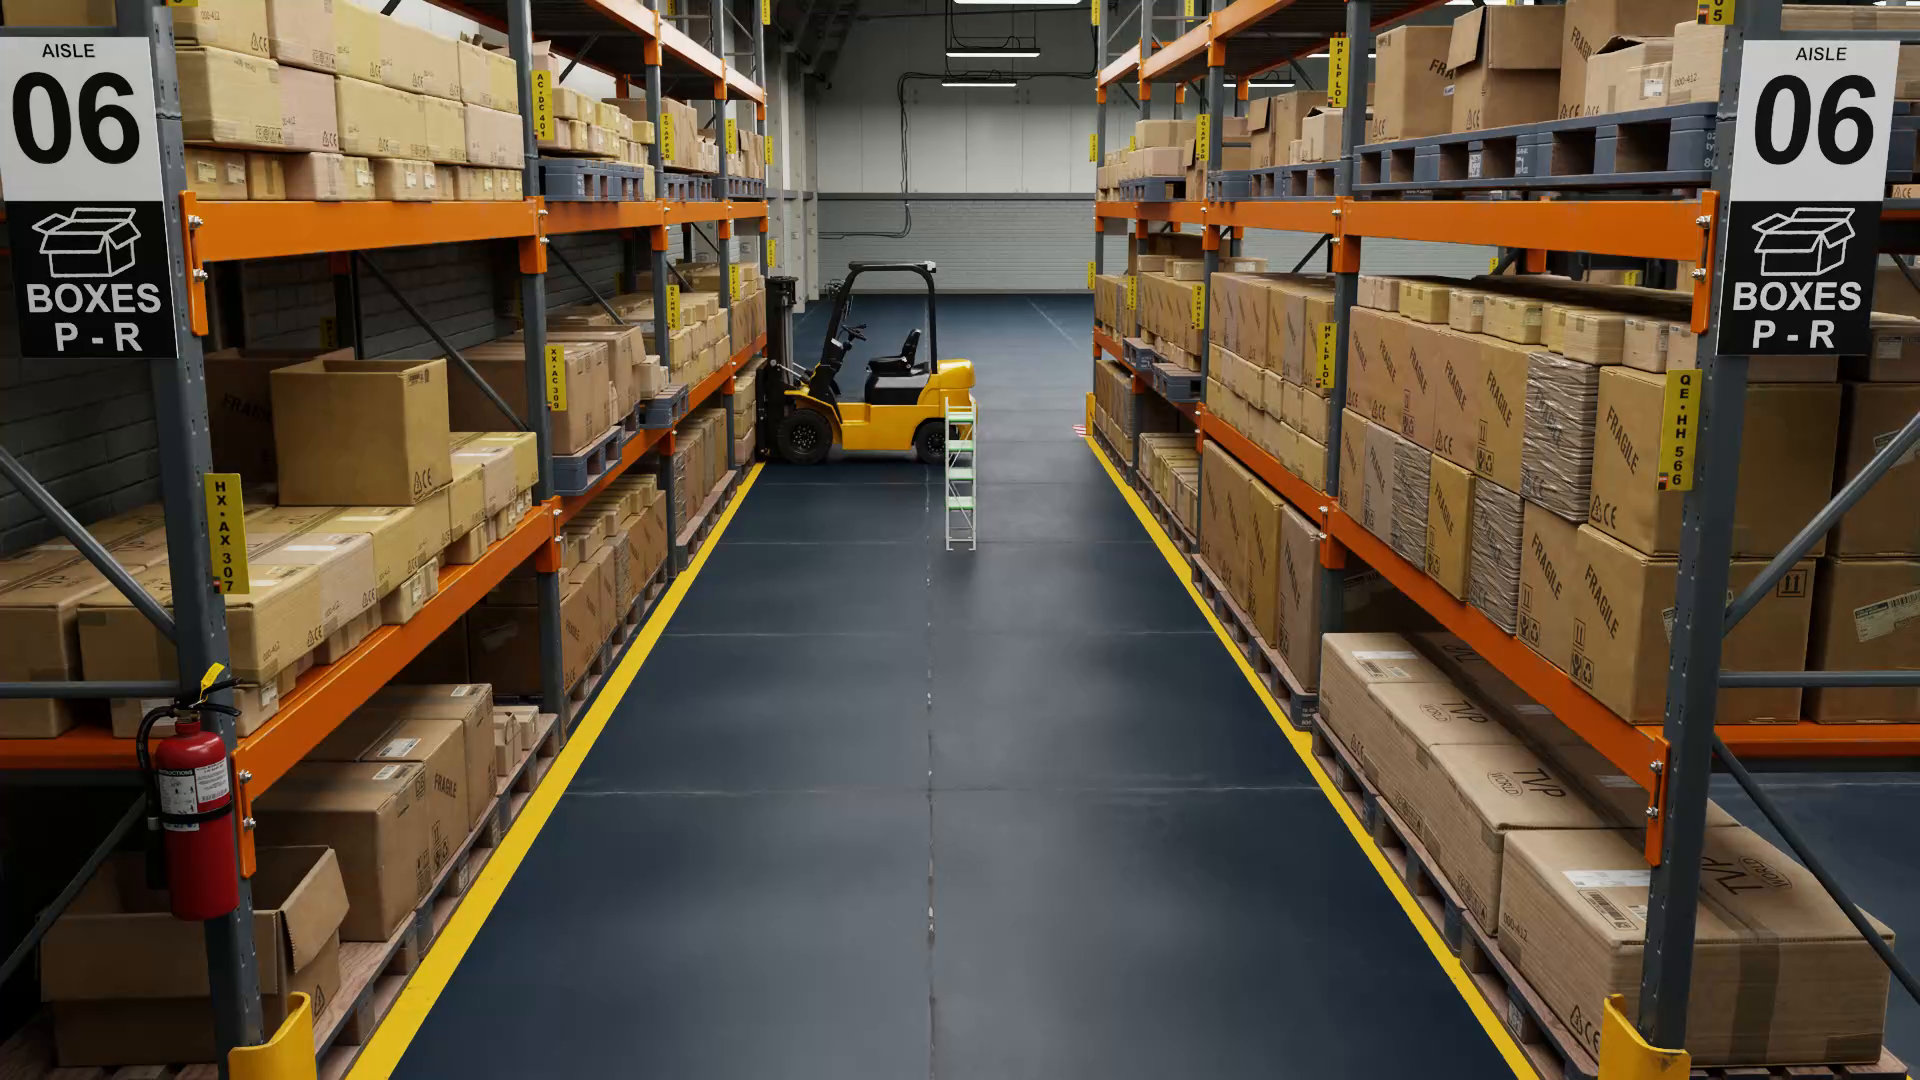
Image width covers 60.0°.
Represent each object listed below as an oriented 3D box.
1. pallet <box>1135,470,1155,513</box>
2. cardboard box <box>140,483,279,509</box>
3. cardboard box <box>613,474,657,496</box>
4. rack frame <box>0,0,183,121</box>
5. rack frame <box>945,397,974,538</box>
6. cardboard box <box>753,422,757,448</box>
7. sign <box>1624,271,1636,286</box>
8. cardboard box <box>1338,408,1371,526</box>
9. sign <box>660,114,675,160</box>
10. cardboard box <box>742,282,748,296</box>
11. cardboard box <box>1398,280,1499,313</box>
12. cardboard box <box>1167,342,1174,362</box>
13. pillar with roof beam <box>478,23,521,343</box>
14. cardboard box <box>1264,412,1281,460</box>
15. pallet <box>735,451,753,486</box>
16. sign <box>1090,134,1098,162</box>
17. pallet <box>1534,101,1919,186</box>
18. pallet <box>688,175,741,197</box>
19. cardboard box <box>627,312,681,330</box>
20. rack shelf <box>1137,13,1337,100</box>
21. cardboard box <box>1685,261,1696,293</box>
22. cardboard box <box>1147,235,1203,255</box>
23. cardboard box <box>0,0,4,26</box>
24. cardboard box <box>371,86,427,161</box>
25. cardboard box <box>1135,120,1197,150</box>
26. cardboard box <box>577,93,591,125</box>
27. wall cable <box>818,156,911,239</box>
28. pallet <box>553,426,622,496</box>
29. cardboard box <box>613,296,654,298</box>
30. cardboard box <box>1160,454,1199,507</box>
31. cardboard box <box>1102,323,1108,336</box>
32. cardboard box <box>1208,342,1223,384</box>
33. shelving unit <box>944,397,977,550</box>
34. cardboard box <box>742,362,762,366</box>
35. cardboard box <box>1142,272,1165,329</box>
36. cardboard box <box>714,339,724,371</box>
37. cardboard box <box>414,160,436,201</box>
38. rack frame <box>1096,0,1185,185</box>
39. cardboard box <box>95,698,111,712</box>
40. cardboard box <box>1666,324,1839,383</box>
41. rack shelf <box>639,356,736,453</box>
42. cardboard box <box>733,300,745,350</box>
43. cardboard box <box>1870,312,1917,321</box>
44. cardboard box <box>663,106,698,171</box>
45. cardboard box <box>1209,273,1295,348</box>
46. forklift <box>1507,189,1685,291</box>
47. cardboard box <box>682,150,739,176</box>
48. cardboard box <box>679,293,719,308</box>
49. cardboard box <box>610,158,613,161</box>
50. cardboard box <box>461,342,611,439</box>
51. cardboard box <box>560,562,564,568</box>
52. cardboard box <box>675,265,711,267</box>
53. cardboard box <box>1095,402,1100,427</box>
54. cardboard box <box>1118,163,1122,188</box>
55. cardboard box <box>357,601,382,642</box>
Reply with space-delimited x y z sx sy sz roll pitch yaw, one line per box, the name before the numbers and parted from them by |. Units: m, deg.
pallet | 2.243 -0.473 15.861 1.003 0.211 1.213 0 11 -1
cardboard box | -2.790 -0.056 6.418 0.500 0.250 0.500 0 11 -1
cardboard box | -2.391 -0.380 11.986 0.380 0.149 0.250 -1 11 -4
rack frame | -2.489 -2.528 3.888 1.000 3.000 0.127 0 11 -1
rack frame | -0.002 -0.604 14.017 0.240 1.200 0.015 0 11 -1
cardboard box | -2.468 -1.132 17.955 0.500 0.250 0.500 0 11 0
sign | 6.617 -2.496 16.439 0.100 0.325 0.005 0 11 -1
cardboard box | 2.138 -0.359 8.033 0.500 0.500 0.500 0 11 1
sign | -2.112 -2.904 11.982 0.100 0.325 0.005 0 11 -1
cardboard box | -2.493 -2.712 18.001 0.380 0.149 0.250 0 11 -2
cardboard box | 2.206 -1.096 7.519 0.380 0.149 0.250 0 11 -2
cardboard box | 1.921 -1.554 13.750 0.380 0.149 0.250 0 11 0
pillar with roof beam | 0.721 -4.392 13.073 9.100 9.000 0.400 0 11 -1
cardboard box | 2.128 -0.621 9.951 0.500 0.250 0.500 -1 11 -3
pallet | -2.712 -0.765 17.300 1.003 0.211 1.213 0 11 -1
sign | 1.600 -4.686 19.869 0.100 0.325 0.005 0 11 -1
pallet | 2.447 -1.183 5.026 1.003 0.211 1.213 0 11 -1
pallet | -2.781 -3.570 16.788 1.003 0.211 1.213 0 11 -1
cardboard box | -2.405 -1.714 13.080 0.380 0.149 0.250 0 11 0
rack shelf | 2.267 -3.989 13.902 1.077 0.370 4.000 0 11 -1
cardboard box | 7.201 -2.373 15.446 0.700 0.500 0.500 0 11 -2
cardboard box | 2.359 -3.073 18.145 0.700 0.500 0.500 0 11 -2
cardboard box | -2.778 -1.463 4.552 0.500 0.250 0.500 -1 11 -3
cardboard box | -2.288 -1.525 6.117 0.500 0.250 0.500 0 11 -2
cardboard box | 1.857 -3.625 14.903 0.500 0.250 0.500 0 11 -2
cardboard box | -2.179 -2.295 8.860 0.380 0.149 0.250 0 11 -2
wall cable | -3.065 -10.599 51.481 3.097 2.526 0.112 0 11 -1
pallet | -2.479 -0.448 9.208 1.003 0.211 1.213 0 11 -1
cardboard box | -2.987 -2.166 15.310 0.380 0.149 0.250 0 11 -1
cardboard box | 2.273 -0.527 14.666 0.950 0.372 0.625 0 11 1
cardboard box | 1.846 -2.444 19.195 0.380 0.149 0.250 0 11 0
cardboard box | 2.071 -1.269 11.891 0.500 0.250 0.500 0 11 -2
shelving unit | 0.003 -0.555 13.778 0.258 1.200 0.503 0 11 -1
cardboard box | -2.482 -1.925 19.349 0.500 0.250 0.500 0 11 0
cardboard box | 1.959 -2.201 15.309 0.500 0.500 0.500 0 11 -1
cardboard box | -2.449 -1.701 15.276 0.500 0.250 0.500 0 11 -1
cardboard box | -2.208 -1.354 6.276 0.380 0.149 0.250 0 11 0
rack frame | 2.143 -5.730 19.669 1.000 3.000 0.127 0 11 -1
cardboard box | -2.708 0.420 5.078 0.380 0.149 0.250 0 11 1
cardboard box | 2.266 -0.537 4.762 0.380 0.149 0.250 0 11 0
rack shelf | -2.696 -1.223 14.354 1.077 0.370 4.000 0 11 -1
cardboard box | -2.513 -2.215 17.182 0.500 0.500 0.500 0 11 0
cardboard box | 2.775 -0.642 5.280 0.380 0.149 0.250 0 11 1
cardboard box | -2.447 -3.300 13.675 0.500 0.500 0.500 0 11 0
cardboard box | 2.074 -1.639 11.829 0.500 0.500 0.500 -1 11 -3
forklift | 5.022 -1.365 13.416 1.130 2.935 3.031 0 11 2
cardboard box | -2.511 -3.821 16.721 0.500 0.311 0.500 0 11 0
cardboard box | -2.508 -2.273 15.838 0.380 0.149 0.250 0 11 1
cardboard box | -2.437 -2.498 10.657 0.380 0.149 0.250 0 11 -1
cardboard box | -2.369 -0.838 9.338 0.700 0.500 0.500 0 11 -1
cardboard box | -2.396 0.191 9.173 0.380 0.149 0.250 -1 11 -3
cardboard box | -3.045 -3.060 18.966 0.380 0.149 0.250 0 11 -1
cardboard box | 1.883 -1.486 19.701 0.500 0.250 0.500 0 11 -2
cardboard box | 1.939 -3.825 17.456 0.500 0.250 0.500 0 11 -2
cardboard box | -2.269 0.263 5.851 0.380 0.149 0.250 0 11 0
